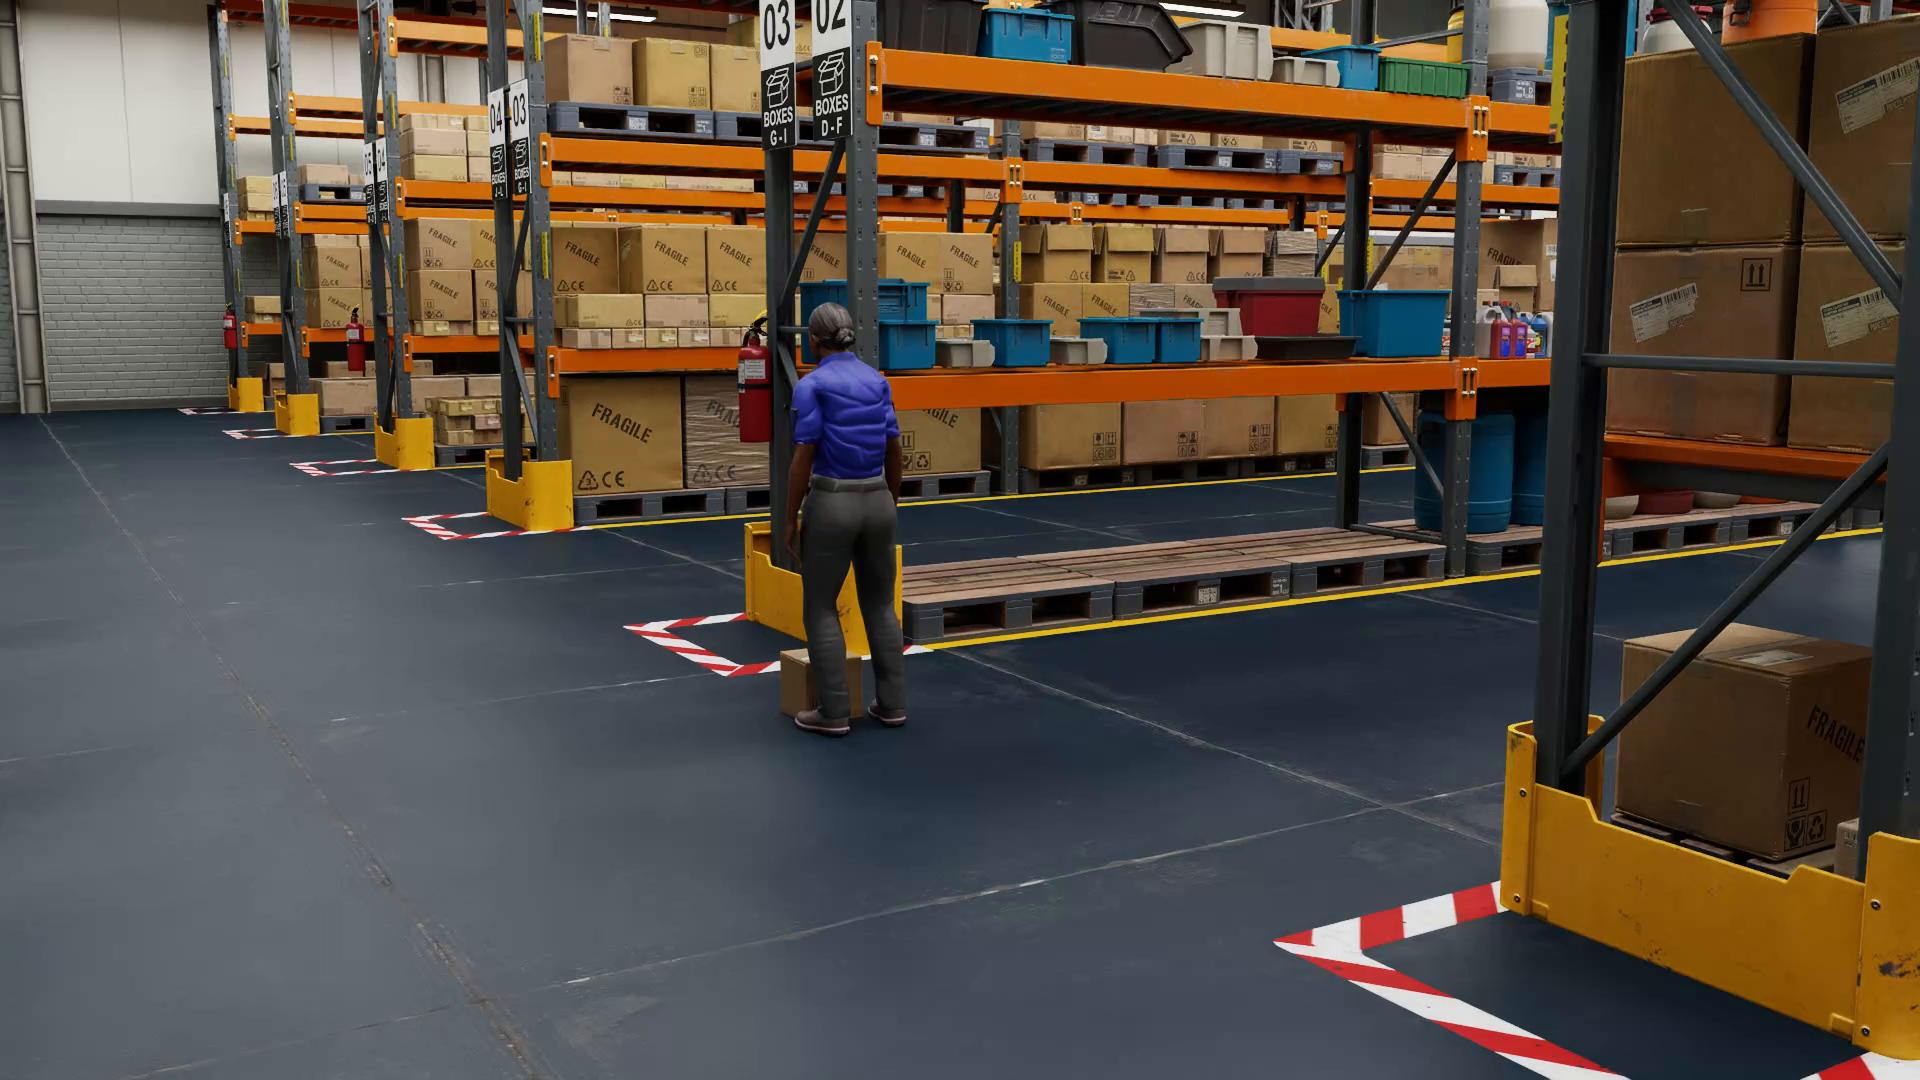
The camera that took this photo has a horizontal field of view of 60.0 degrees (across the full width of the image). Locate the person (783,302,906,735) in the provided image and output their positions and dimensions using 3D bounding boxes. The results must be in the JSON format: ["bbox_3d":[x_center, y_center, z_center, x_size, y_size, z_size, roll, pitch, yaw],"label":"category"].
[{"bbox_3d":[-0.435,-0.085,6.426,0.531,1.656,0.346,-6,10,-34],"label":"person"}]
